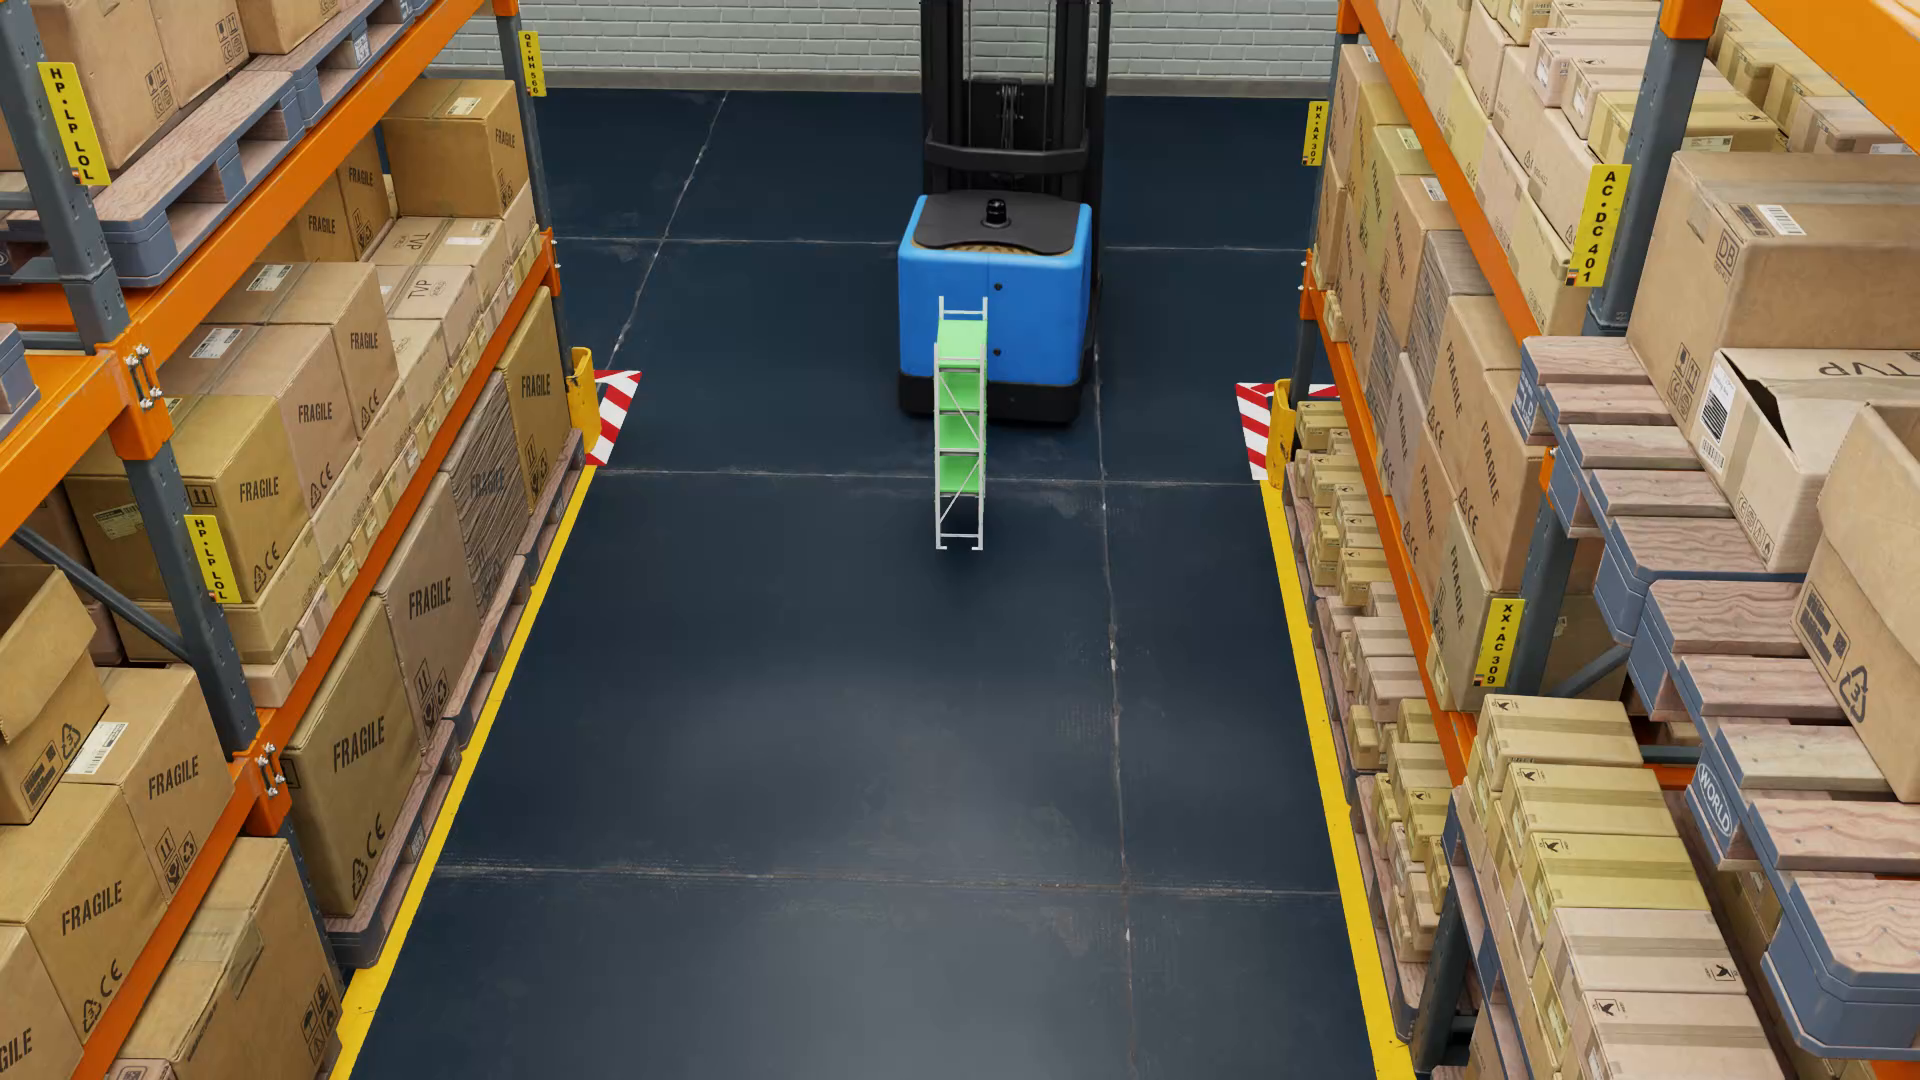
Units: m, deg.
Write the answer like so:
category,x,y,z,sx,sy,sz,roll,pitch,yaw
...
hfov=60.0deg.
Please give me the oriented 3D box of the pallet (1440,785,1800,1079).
category,x,y,z,sx,sy,sz,roll,pitch,yaw
pallet,1.956,1.182,4.572,1.003,0.211,1.213,1,35,2

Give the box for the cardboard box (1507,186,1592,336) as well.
category,x,y,z,sx,sy,sz,roll,pitch,yaw
cardboard box,1.882,-0.787,4.728,0.500,0.250,0.500,2,35,3

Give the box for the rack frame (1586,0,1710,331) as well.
category,x,y,z,sx,sy,sz,roll,pitch,yaw
rack frame,2.133,-1.787,3.412,1.000,3.000,0.127,1,35,2

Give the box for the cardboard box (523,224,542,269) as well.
category,x,y,z,sx,sy,sz,roll,pitch,yaw
cardboard box,-2.344,-1.488,8.423,0.380,0.149,0.250,2,35,3

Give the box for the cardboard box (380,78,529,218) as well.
category,x,y,z,sx,sy,sz,roll,pitch,yaw
cardboard box,-2.416,-1.884,7.988,0.500,0.500,0.500,2,35,2

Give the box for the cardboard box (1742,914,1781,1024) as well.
category,x,y,z,sx,sy,sz,roll,pitch,yaw
cardboard box,2.293,1.124,4.342,0.380,0.149,0.250,1,35,2

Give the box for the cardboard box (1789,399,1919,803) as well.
category,x,y,z,sx,sy,sz,roll,pitch,yaw
cardboard box,1.939,0.111,2.866,0.797,0.503,0.637,1,35,1

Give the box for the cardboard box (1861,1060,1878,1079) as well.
category,x,y,z,sx,sy,sz,roll,pitch,yaw
cardboard box,2.265,1.185,3.737,0.380,0.149,0.250,0,35,0

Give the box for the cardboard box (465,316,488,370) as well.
category,x,y,z,sx,sy,sz,roll,pitch,yaw
cardboard box,-2.384,-0.902,7.588,0.380,0.149,0.250,1,35,1

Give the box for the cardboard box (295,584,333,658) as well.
category,x,y,z,sx,sy,sz,roll,pitch,yaw
cardboard box,-2.465,0.284,5.901,0.380,0.149,0.250,0,35,0

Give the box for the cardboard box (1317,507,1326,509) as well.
category,x,y,z,sx,sy,sz,roll,pitch,yaw
cardboard box,2.024,-0.190,8.472,0.380,0.149,0.250,1,35,2

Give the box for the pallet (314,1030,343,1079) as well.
category,x,y,z,sx,sy,sz,roll,pitch,yaw
pallet,-2.775,2.081,5.551,1.003,0.211,1.213,1,35,2

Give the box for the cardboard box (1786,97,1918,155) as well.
category,x,y,z,sx,sy,sz,roll,pitch,yaw
cardboard box,2.386,-1.028,4.289,0.380,0.149,0.250,1,35,1

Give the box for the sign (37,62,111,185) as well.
category,x,y,z,sx,sy,sz,roll,pitch,yaw
sign,-2.277,-1.066,4.271,0.100,0.325,0.005,1,35,2

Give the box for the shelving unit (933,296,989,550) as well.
category,x,y,z,sx,sy,sz,roll,pitch,yaw
shelving unit,0.007,-0.586,8.486,0.258,1.200,0.503,1,35,2

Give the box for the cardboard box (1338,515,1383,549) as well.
category,x,y,z,sx,sy,sz,roll,pitch,yaw
cardboard box,1.956,0.020,7.655,0.380,0.149,0.250,3,35,4

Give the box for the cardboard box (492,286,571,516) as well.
category,x,y,z,sx,sy,sz,roll,pitch,yaw
cardboard box,-2.604,-0.736,8.617,0.875,0.875,0.875,1,35,2

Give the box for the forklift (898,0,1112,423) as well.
category,x,y,z,sx,sy,sz,roll,pitch,yaw
forklift,0.350,-2.708,10.000,1.130,2.935,3.031,4,35,6

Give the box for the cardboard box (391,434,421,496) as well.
category,x,y,z,sx,sy,sz,roll,pitch,yaw
cardboard box,-2.424,-0.309,6.746,0.380,0.149,0.250,2,35,2

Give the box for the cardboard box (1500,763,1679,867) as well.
category,x,y,z,sx,sy,sz,roll,pitch,yaw
cardboard box,1.652,0.731,4.383,0.380,0.149,0.250,2,35,3

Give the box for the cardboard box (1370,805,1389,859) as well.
category,x,y,z,sx,sy,sz,roll,pitch,yaw
cardboard box,1.848,1.128,6.596,0.380,0.149,0.250,0,35,0

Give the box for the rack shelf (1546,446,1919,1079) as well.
category,x,y,z,sx,sy,sz,roll,pitch,yaw
rack shelf,2.052,0.884,2.847,1.077,0.370,4.000,1,35,2

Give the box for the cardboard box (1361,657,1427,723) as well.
category,x,y,z,sx,sy,sz,roll,pitch,yaw
cardboard box,1.867,0.612,6.813,0.380,0.149,0.250,0,35,0

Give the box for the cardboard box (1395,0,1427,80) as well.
category,x,y,z,sx,sy,sz,roll,pitch,yaw
cardboard box,1.986,-1.946,6.377,0.500,0.250,0.500,0,35,0

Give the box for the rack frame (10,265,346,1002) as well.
category,x,y,z,sx,sy,sz,roll,pitch,yaw
rack frame,-2.819,0.495,5.383,1.000,3.000,0.127,1,35,2

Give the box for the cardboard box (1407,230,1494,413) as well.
category,x,y,z,sx,sy,sz,roll,pitch,yaw
cardboard box,1.931,-0.771,5.969,0.500,0.500,0.500,2,35,3

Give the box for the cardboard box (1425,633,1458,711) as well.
category,x,y,z,sx,sy,sz,roll,pitch,yaw
cardboard box,1.812,0.450,5.665,0.380,0.149,0.250,0,35,1

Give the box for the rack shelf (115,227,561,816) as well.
category,x,y,z,sx,sy,sz,roll,pitch,yaw
rack shelf,-2.739,-0.360,7.225,1.077,0.370,4.000,1,35,2

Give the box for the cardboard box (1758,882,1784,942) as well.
category,x,y,z,sx,sy,sz,roll,pitch,yaw
cardboard box,2.292,1.004,4.253,0.380,0.149,0.250,3,35,4

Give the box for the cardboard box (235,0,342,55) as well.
category,x,y,z,sx,sy,sz,roll,pitch,yaw
cardboard box,-2.659,-2.043,5.846,0.700,0.500,0.500,3,35,4

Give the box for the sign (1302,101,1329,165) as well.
category,x,y,z,sx,sy,sz,roll,pitch,yaw
sign,1.751,-1.997,8.176,0.100,0.325,0.005,1,35,2

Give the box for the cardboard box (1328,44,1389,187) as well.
category,x,y,z,sx,sy,sz,roll,pitch,yaw
cardboard box,2.010,-1.951,7.647,0.500,0.500,0.500,1,35,2

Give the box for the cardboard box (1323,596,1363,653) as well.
category,x,y,z,sx,sy,sz,roll,pitch,yaw
cardboard box,1.889,0.387,7.651,0.380,0.149,0.250,0,35,0

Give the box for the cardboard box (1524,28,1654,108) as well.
category,x,y,z,sx,sy,sz,roll,pitch,yaw
cardboard box,1.840,-1.346,4.742,0.380,0.149,0.250,1,35,2

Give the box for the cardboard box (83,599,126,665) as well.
category,x,y,z,sx,sy,sz,roll,pitch,yaw
cardboard box,-3.064,0.175,5.710,0.500,0.250,0.500,1,35,1

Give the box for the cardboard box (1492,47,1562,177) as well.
category,x,y,z,sx,sy,sz,roll,pitch,yaw
cardboard box,1.930,-1.273,4.985,0.500,0.250,0.500,0,35,0

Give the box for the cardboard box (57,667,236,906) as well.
category,x,y,z,sx,sy,sz,roll,pitch,yaw
cardboard box,-2.565,0.729,4.963,0.500,0.500,0.500,1,35,2

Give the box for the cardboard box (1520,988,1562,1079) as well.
category,x,y,z,sx,sy,sz,roll,pitch,yaw
cardboard box,1.627,1.261,4.146,0.380,0.149,0.250,2,35,2

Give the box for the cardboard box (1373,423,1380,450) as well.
category,x,y,z,sx,sy,sz,roll,pitch,yaw
cardboard box,1.941,-0.452,6.949,0.380,0.149,0.250,3,35,4

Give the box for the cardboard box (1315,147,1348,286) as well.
category,x,y,z,sx,sy,sz,roll,pitch,yaw
cardboard box,1.999,-1.542,7.935,0.500,0.500,0.500,3,35,4

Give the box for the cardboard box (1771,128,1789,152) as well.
category,x,y,z,sx,sy,sz,roll,pitch,yaw
cardboard box,2.392,-0.974,4.560,0.500,0.250,0.500,2,35,3

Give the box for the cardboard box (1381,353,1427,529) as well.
category,x,y,z,sx,sy,sz,roll,pitch,yaw
cardboard box,1.913,-0.364,6.259,0.500,0.500,0.500,1,35,2

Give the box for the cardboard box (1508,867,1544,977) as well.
category,x,y,z,sx,sy,sz,roll,pitch,yaw
cardboard box,1.639,0.990,4.273,0.380,0.149,0.250,2,35,3

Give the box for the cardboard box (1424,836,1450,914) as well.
category,x,y,z,sx,sy,sz,roll,pitch,yaw
cardboard box,1.887,1.208,5.965,0.380,0.149,0.250,2,35,3

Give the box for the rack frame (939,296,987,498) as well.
category,x,y,z,sx,sy,sz,roll,pitch,yaw
rack frame,0.016,-0.726,8.685,0.240,1.200,0.015,1,35,2

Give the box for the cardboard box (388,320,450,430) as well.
category,x,y,z,sx,sy,sz,roll,pitch,yaw
cardboard box,-2.471,-0.696,6.949,0.500,0.250,0.500,1,35,2

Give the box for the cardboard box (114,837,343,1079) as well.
category,x,y,z,sx,sy,sz,roll,pitch,yaw
cardboard box,-2.825,1.560,5.349,1.225,0.875,0.875,1,35,2

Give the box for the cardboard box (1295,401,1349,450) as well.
category,x,y,z,sx,sy,sz,roll,pitch,yaw
cardboard box,1.933,-0.586,8.518,0.380,0.149,0.250,0,35,0

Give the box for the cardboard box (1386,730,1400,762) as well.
category,x,y,z,sx,sy,sz,roll,pitch,yaw
cardboard box,1.927,0.900,6.662,0.380,0.149,0.250,2,35,2

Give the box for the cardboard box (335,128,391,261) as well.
category,x,y,z,sx,sy,sz,roll,pitch,yaw
cardboard box,-2.968,-1.614,7.603,0.500,0.500,0.500,1,35,1

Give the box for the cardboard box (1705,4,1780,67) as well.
category,x,y,z,sx,sy,sz,roll,pitch,yaw
cardboard box,2.440,-1.477,4.929,0.380,0.149,0.250,0,35,1

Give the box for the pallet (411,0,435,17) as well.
category,x,y,z,sx,sy,sz,roll,pitch,yaw
pallet,-2.678,-2.568,7.209,1.003,0.211,1.213,1,35,2

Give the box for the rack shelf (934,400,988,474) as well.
category,x,y,z,sx,sy,sz,roll,pitch,yaw
rack shelf,0.007,-0.534,8.523,0.258,0.148,0.480,1,35,2
